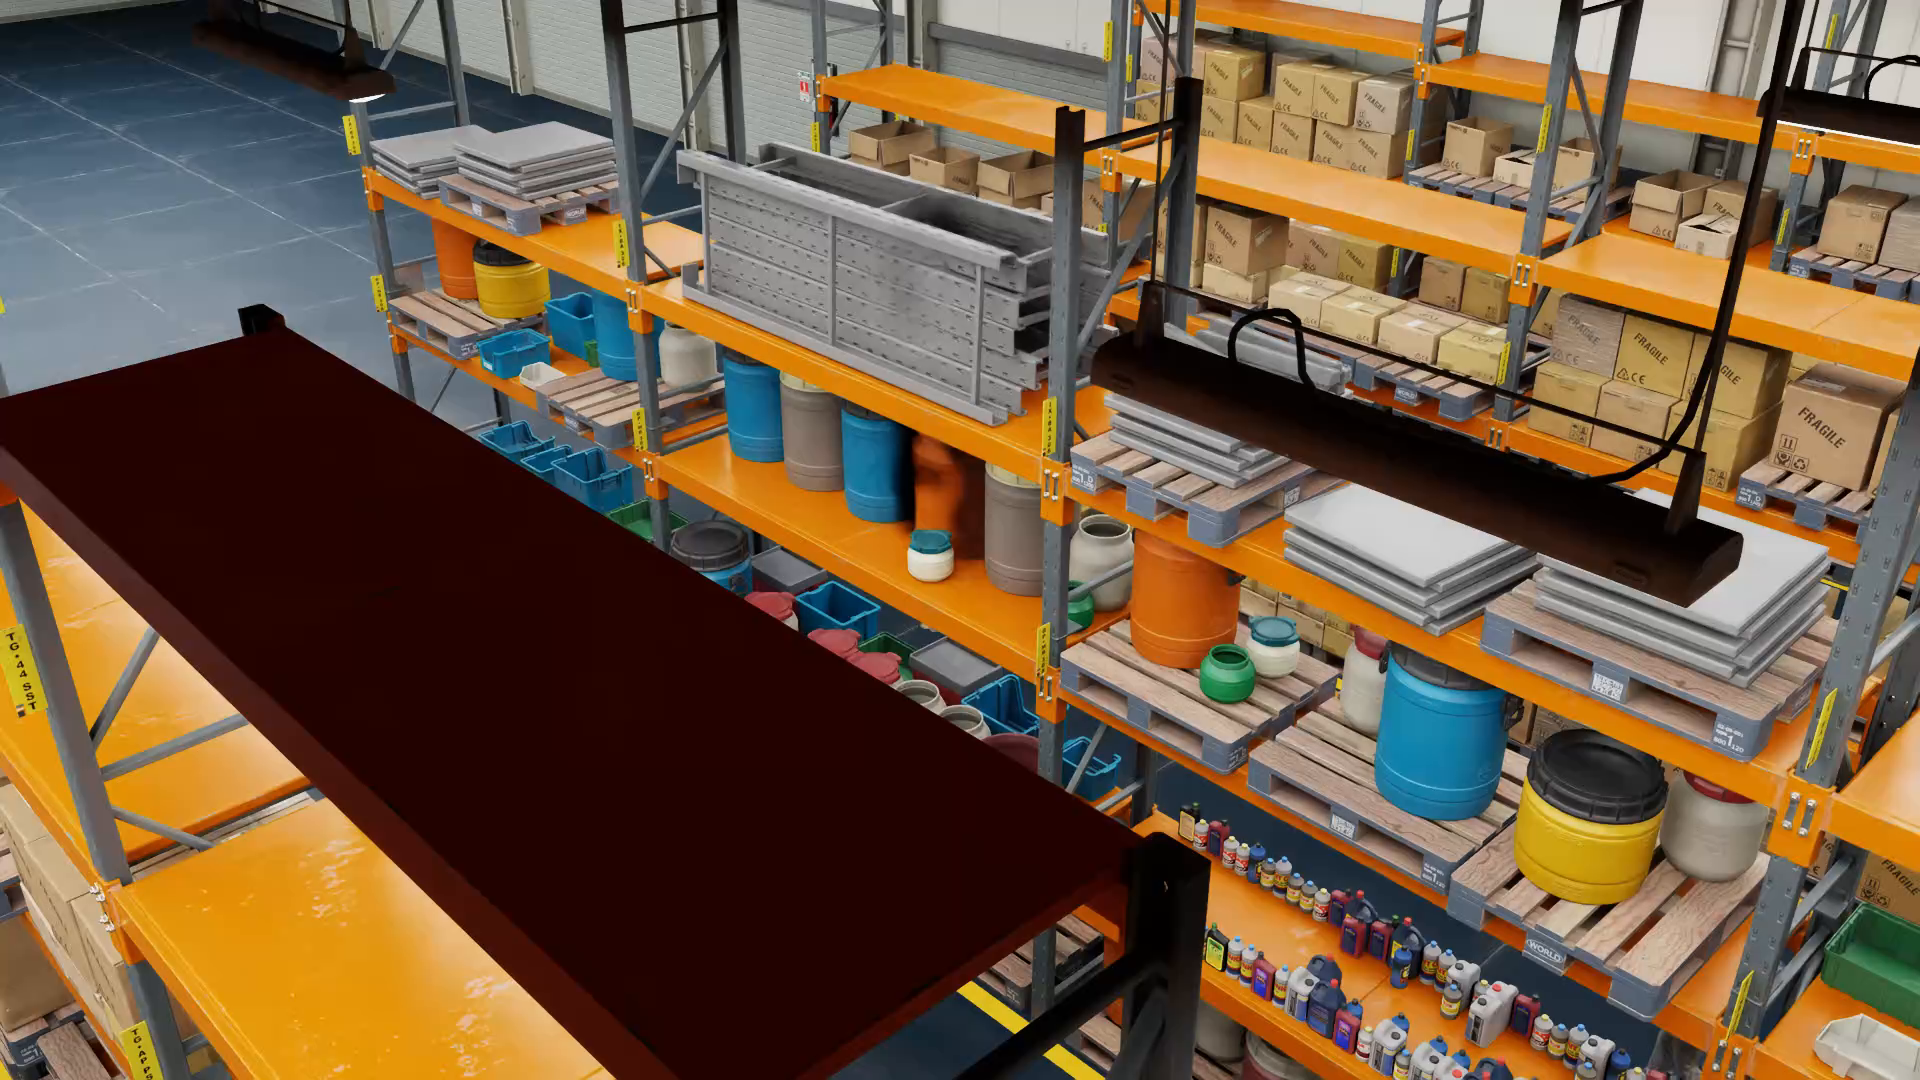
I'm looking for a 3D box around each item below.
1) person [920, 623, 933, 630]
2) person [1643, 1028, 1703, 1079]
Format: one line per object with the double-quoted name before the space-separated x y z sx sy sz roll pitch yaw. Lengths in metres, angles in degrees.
"person" 0.028 0.097 14.958 0.938 1.640 0.573 12 31 22
"person" 4.384 2.802 9.847 0.636 1.720 0.792 -22 35 -35
